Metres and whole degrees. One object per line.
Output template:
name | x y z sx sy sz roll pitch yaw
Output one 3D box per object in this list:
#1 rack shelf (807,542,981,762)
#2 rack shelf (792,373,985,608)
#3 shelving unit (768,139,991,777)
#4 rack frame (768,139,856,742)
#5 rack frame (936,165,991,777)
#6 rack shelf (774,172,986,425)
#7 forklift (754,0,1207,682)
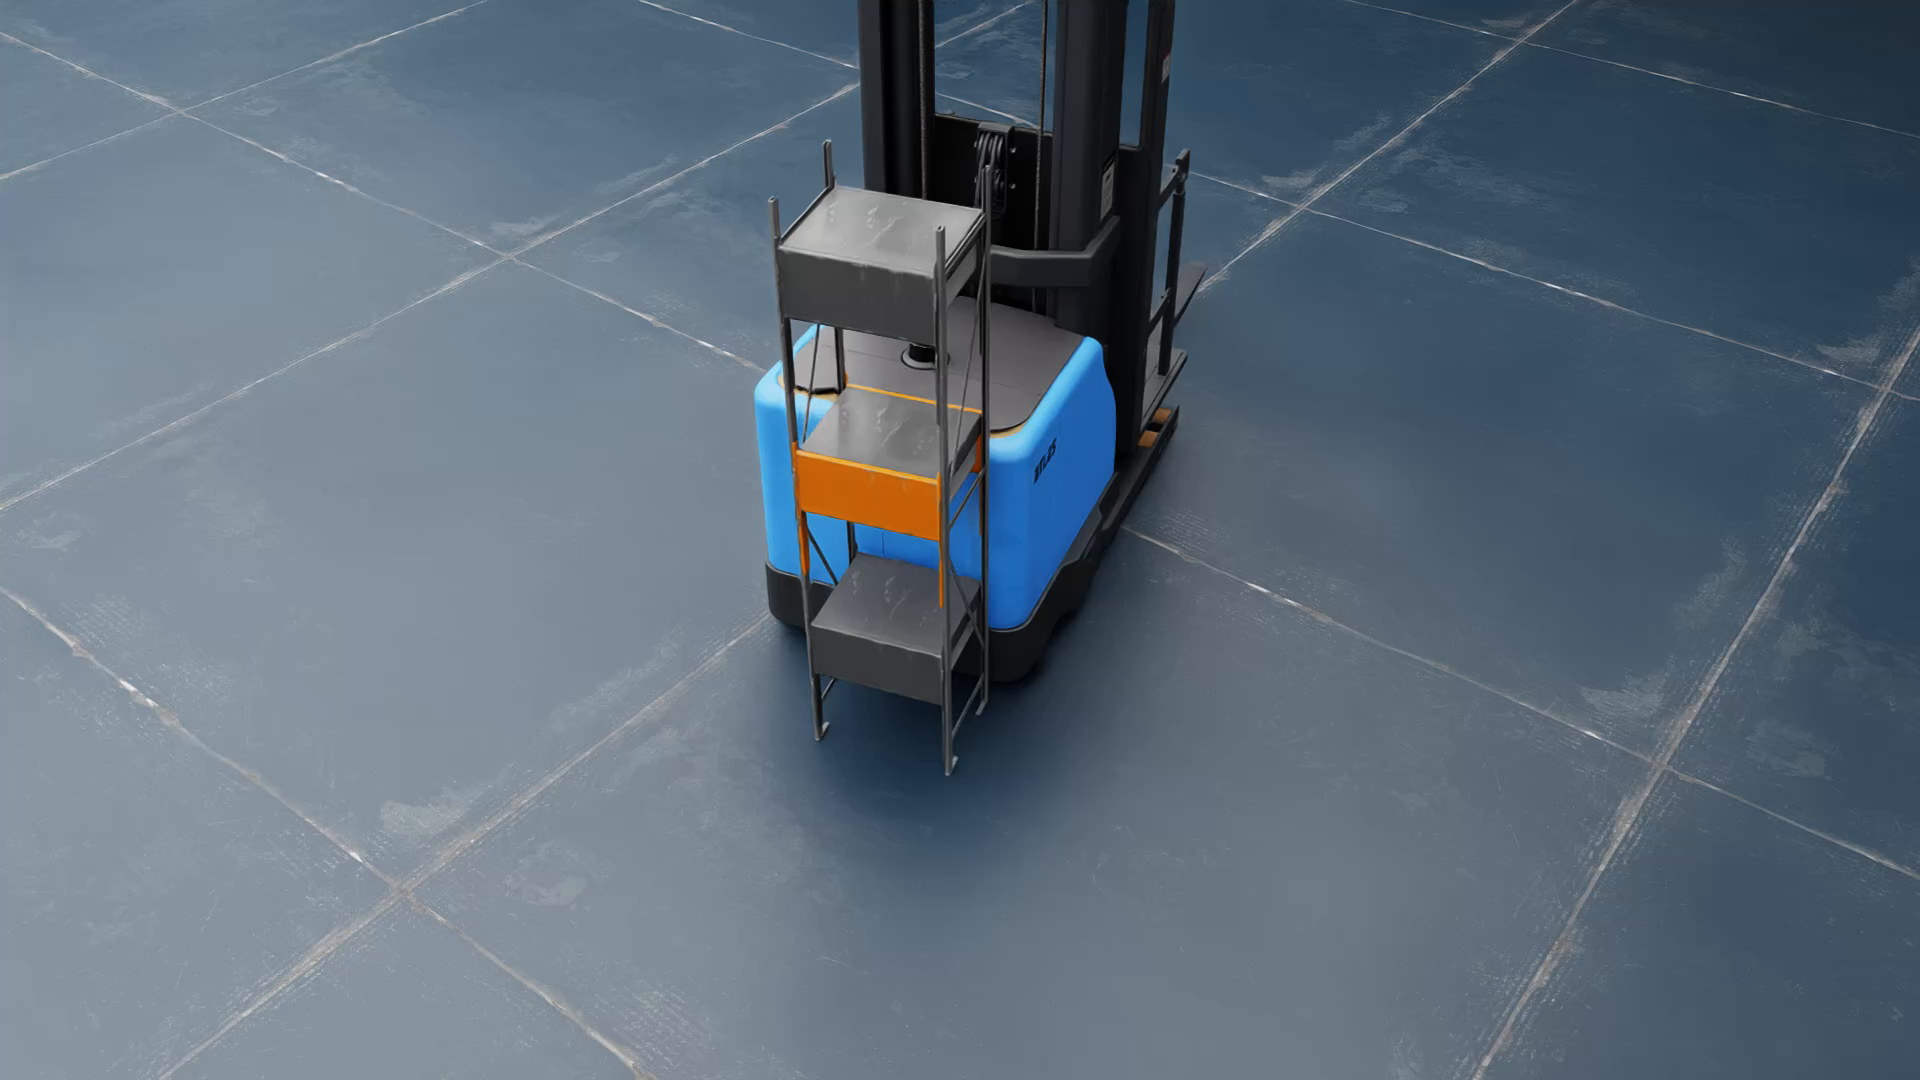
rack shelf | -0.206 0.381 5.709 0.480 0.518 0.431 13 41 16
rack shelf | -0.211 -0.161 5.267 0.480 0.518 0.431 13 41 16
shelving unit | -0.211 -0.172 5.259 0.503 2.100 0.431 13 41 16
rack frame | -0.440 -0.224 5.325 0.015 2.100 0.400 13 41 16
rack frame | 0.018 -0.120 5.192 0.015 2.100 0.400 13 41 16
rack shelf | -0.215 -0.704 4.825 0.480 0.518 0.431 13 41 16
forklift | 0.310 -1.551 6.354 1.130 2.935 3.031 14 40 18
